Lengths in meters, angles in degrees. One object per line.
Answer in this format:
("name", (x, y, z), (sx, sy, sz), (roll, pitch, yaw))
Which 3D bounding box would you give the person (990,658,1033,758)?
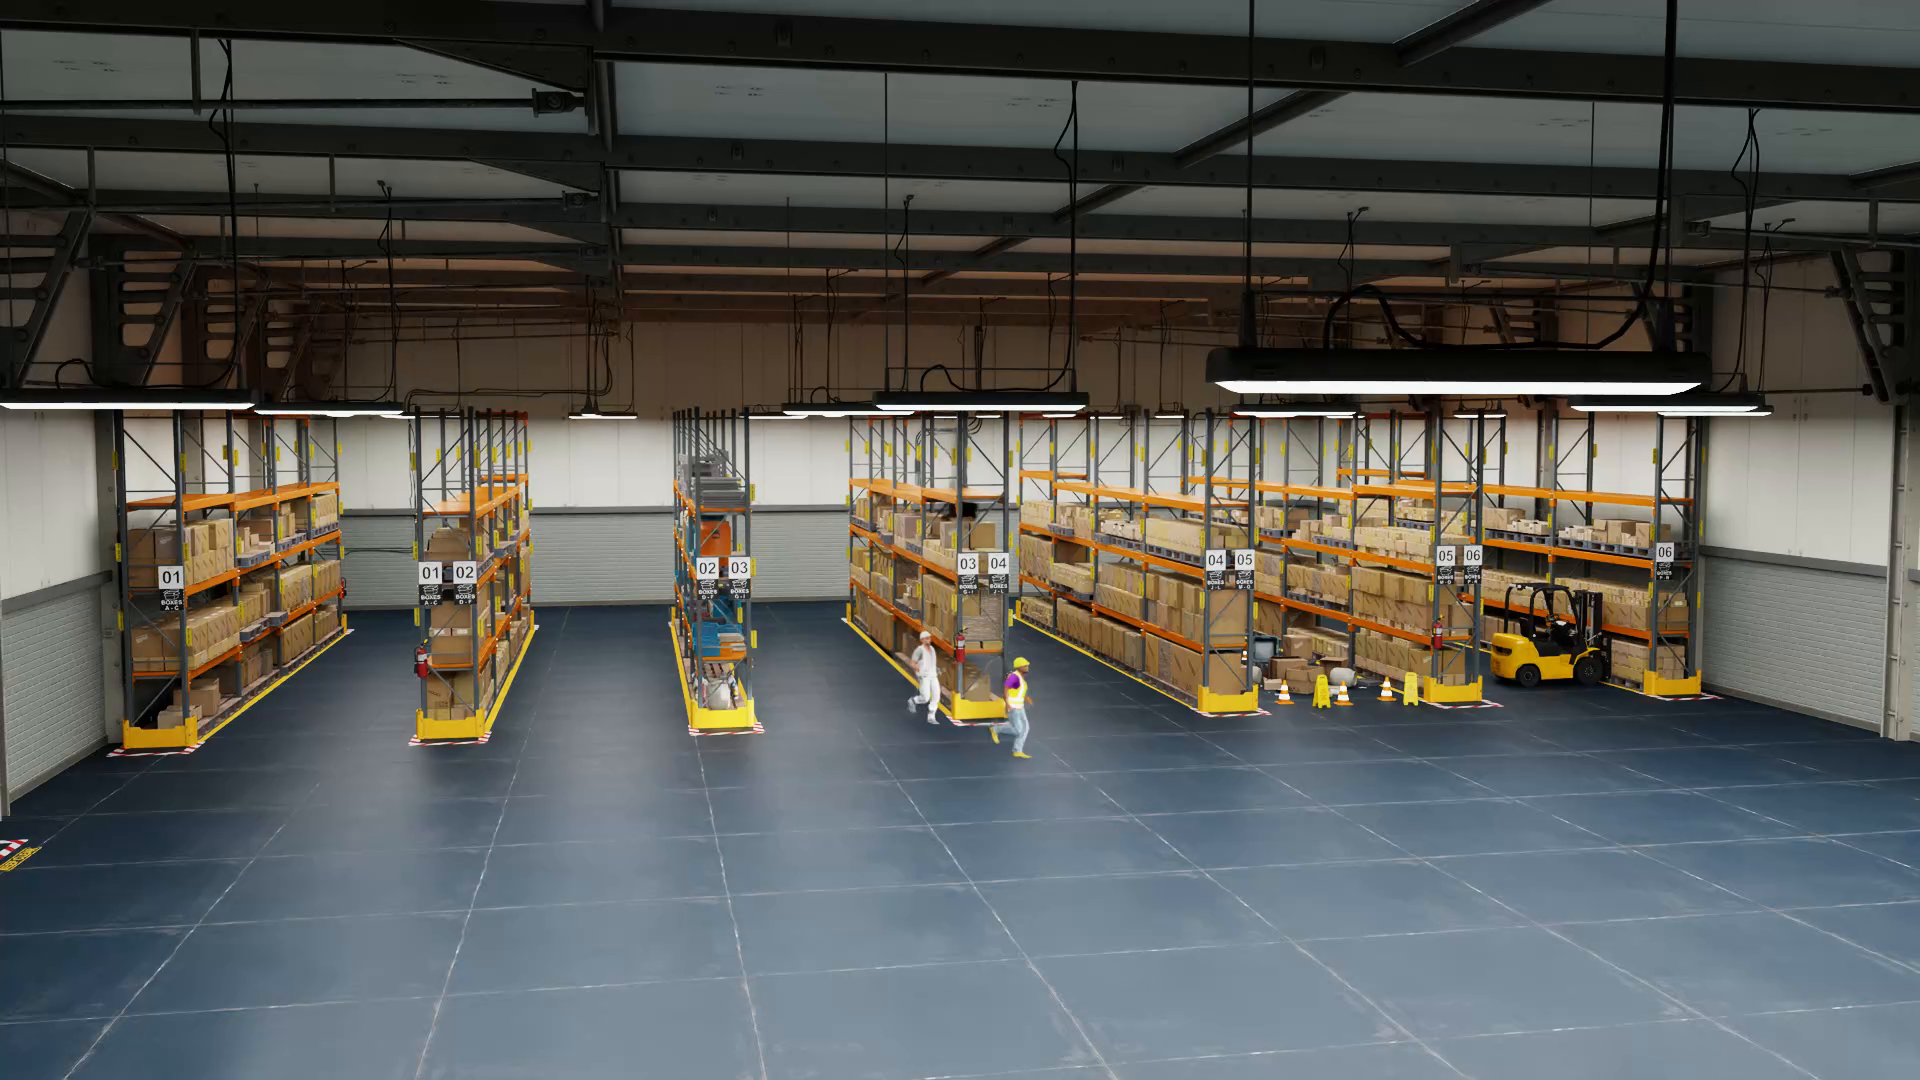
("person", (0.870, 2.865, 28.443), (0.711, 1.724, 0.730), (1, 4, 18))

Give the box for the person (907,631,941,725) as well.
("person", (-0.669, 2.607, 31.626), (0.662, 1.765, 0.795), (-4, 6, -44))
